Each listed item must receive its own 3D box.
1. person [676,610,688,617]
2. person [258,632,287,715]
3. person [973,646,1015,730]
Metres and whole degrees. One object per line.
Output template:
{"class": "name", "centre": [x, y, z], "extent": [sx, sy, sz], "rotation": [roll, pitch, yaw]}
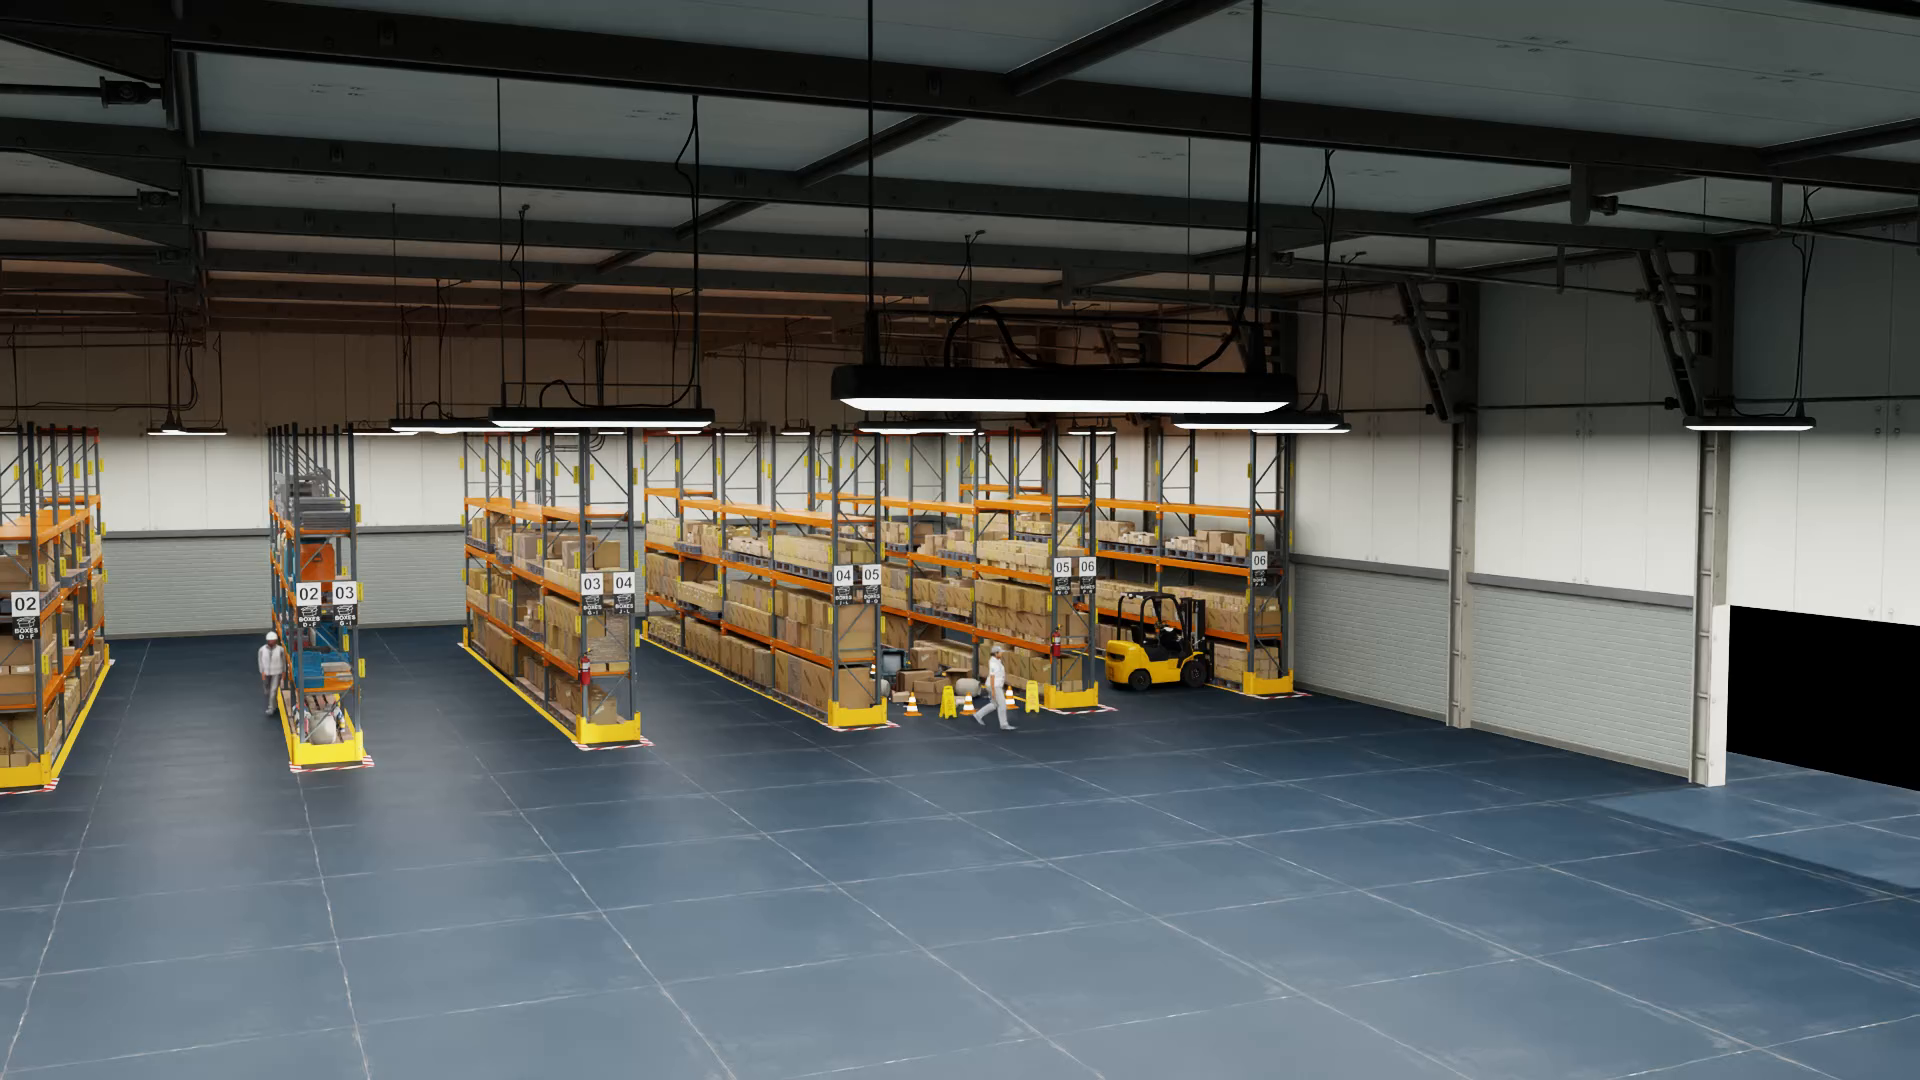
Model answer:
{"class": "person", "centre": [-8.362, 1.853, 49.871], "extent": [0.410, 1.660, 0.467], "rotation": [-1, 4, -22]}
{"class": "person", "centre": [-14.309, 2.758, 34.558], "extent": [0.522, 1.692, 1.123], "rotation": [-1, 4, -10]}
{"class": "person", "centre": [0.691, 2.893, 32.767], "extent": [0.804, 1.630, 0.523], "rotation": [0, 3, 5]}
